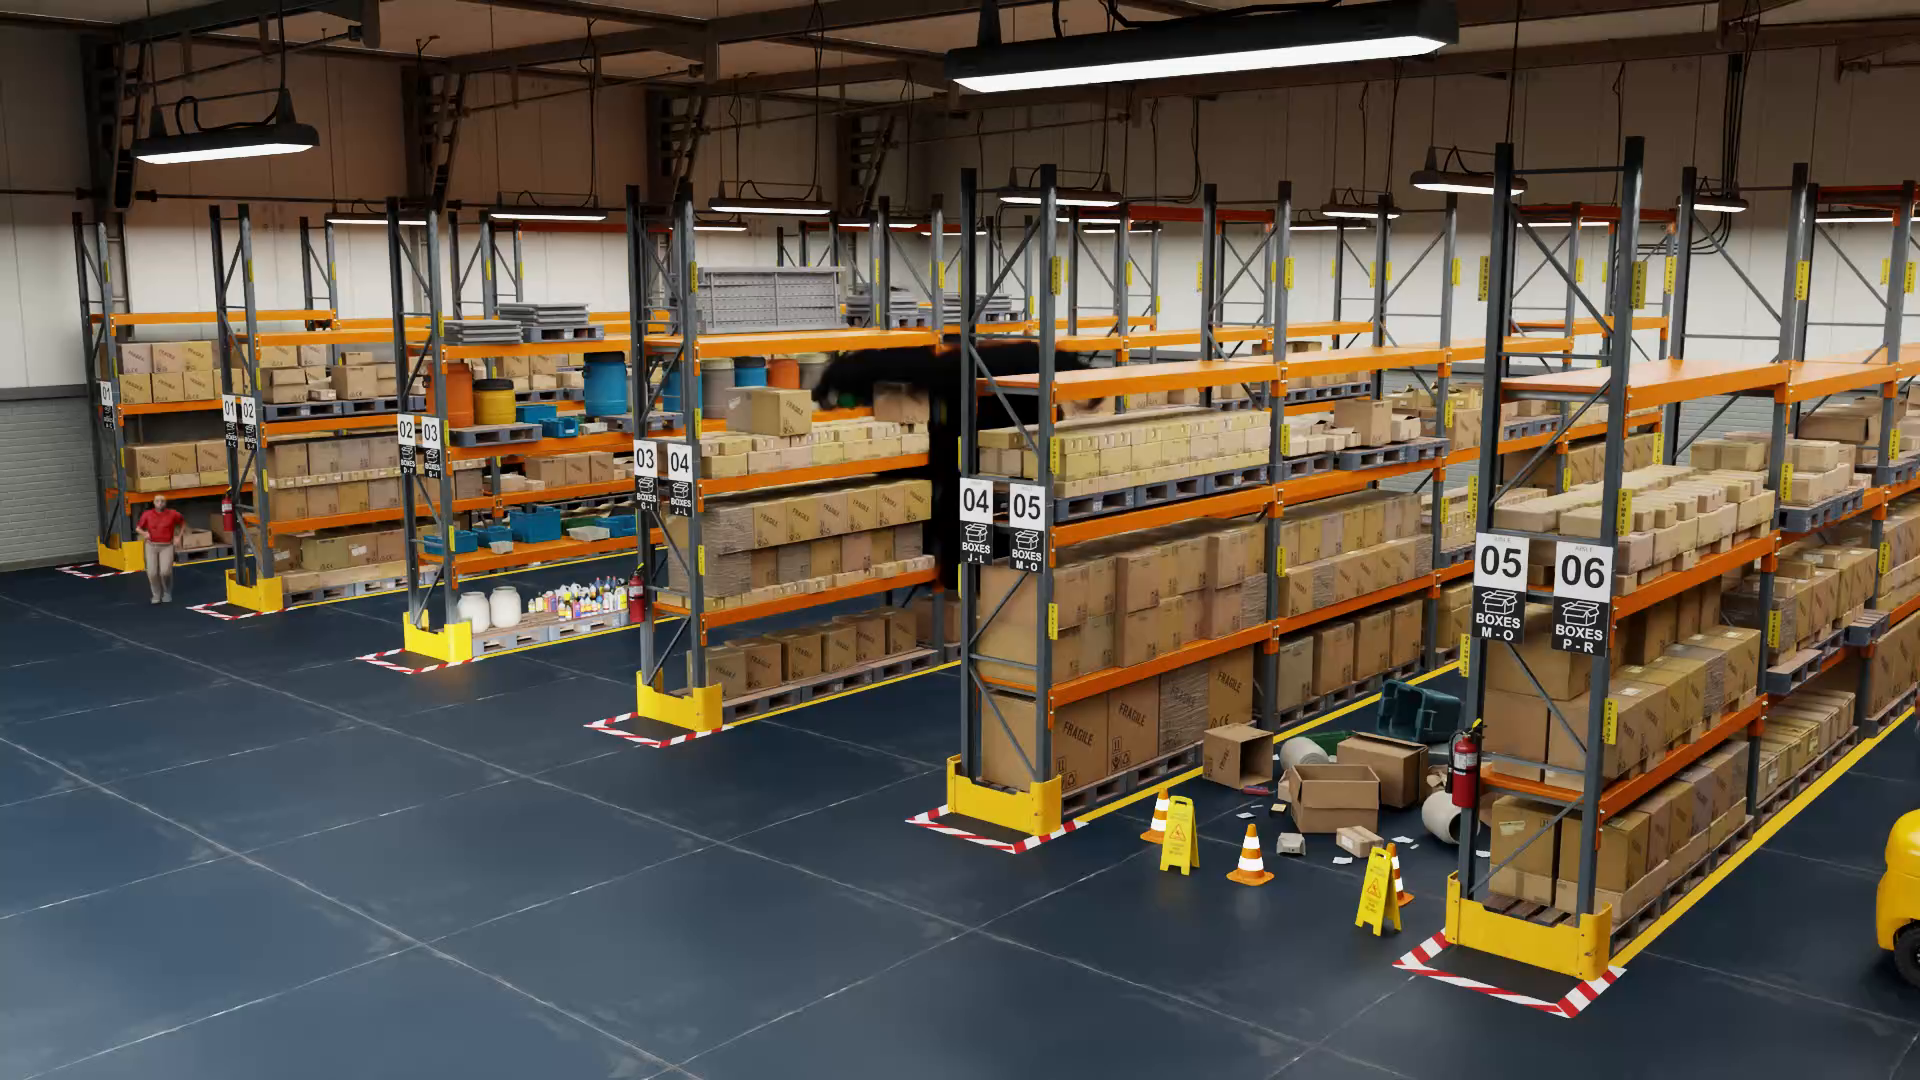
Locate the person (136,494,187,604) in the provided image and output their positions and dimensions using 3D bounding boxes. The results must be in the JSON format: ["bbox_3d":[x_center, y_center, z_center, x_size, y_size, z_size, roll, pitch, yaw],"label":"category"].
[{"bbox_3d":[-12.147,0.157,25.276,0.664,1.719,0.697,-2,10,-13],"label":"person"}]

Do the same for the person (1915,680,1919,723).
[{"bbox_3d":[9.320,1.832,15.587,0.673,1.581,1.008,4,10,21],"label":"person"}]
